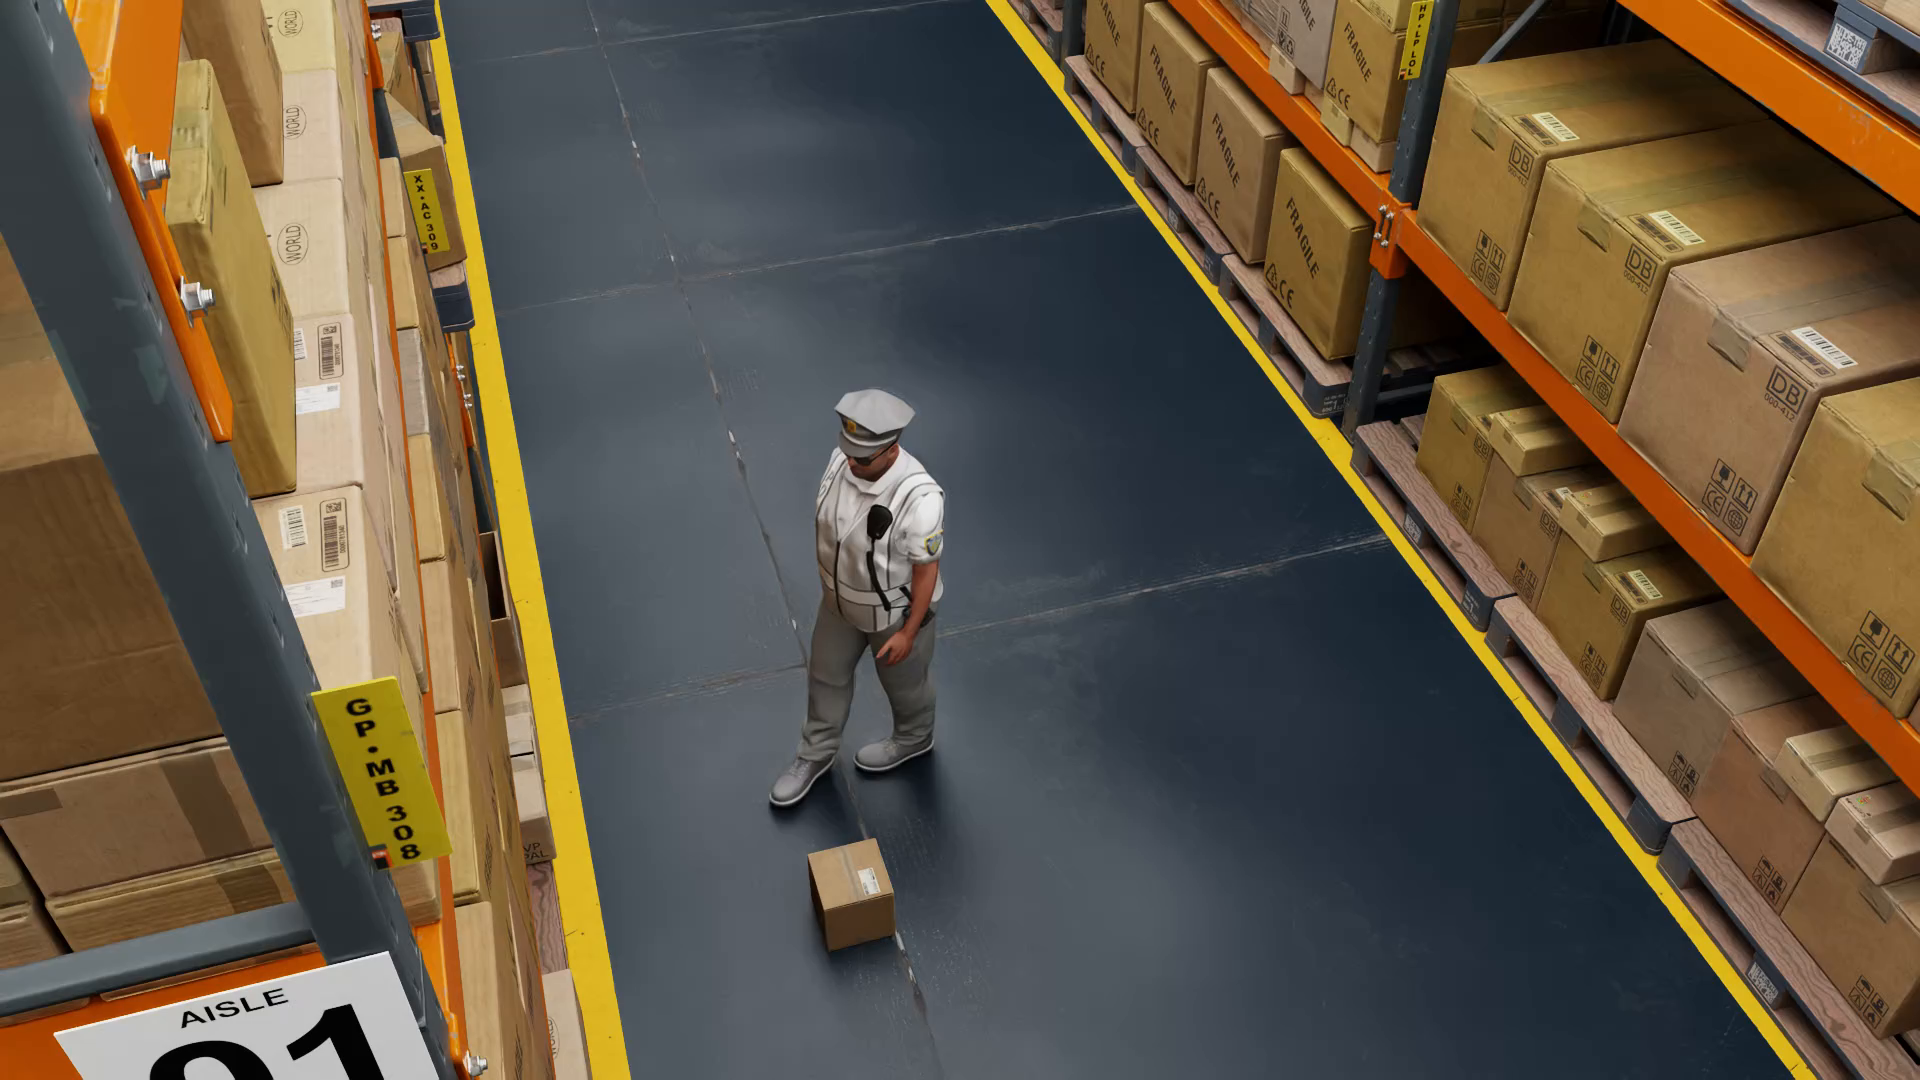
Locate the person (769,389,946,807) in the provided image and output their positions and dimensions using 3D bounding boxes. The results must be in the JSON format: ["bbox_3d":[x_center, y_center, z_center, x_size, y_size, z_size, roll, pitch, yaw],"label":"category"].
[{"bbox_3d":[-0.388,0.270,5.845,0.523,1.740,0.682,32,51,31],"label":"person"}]
